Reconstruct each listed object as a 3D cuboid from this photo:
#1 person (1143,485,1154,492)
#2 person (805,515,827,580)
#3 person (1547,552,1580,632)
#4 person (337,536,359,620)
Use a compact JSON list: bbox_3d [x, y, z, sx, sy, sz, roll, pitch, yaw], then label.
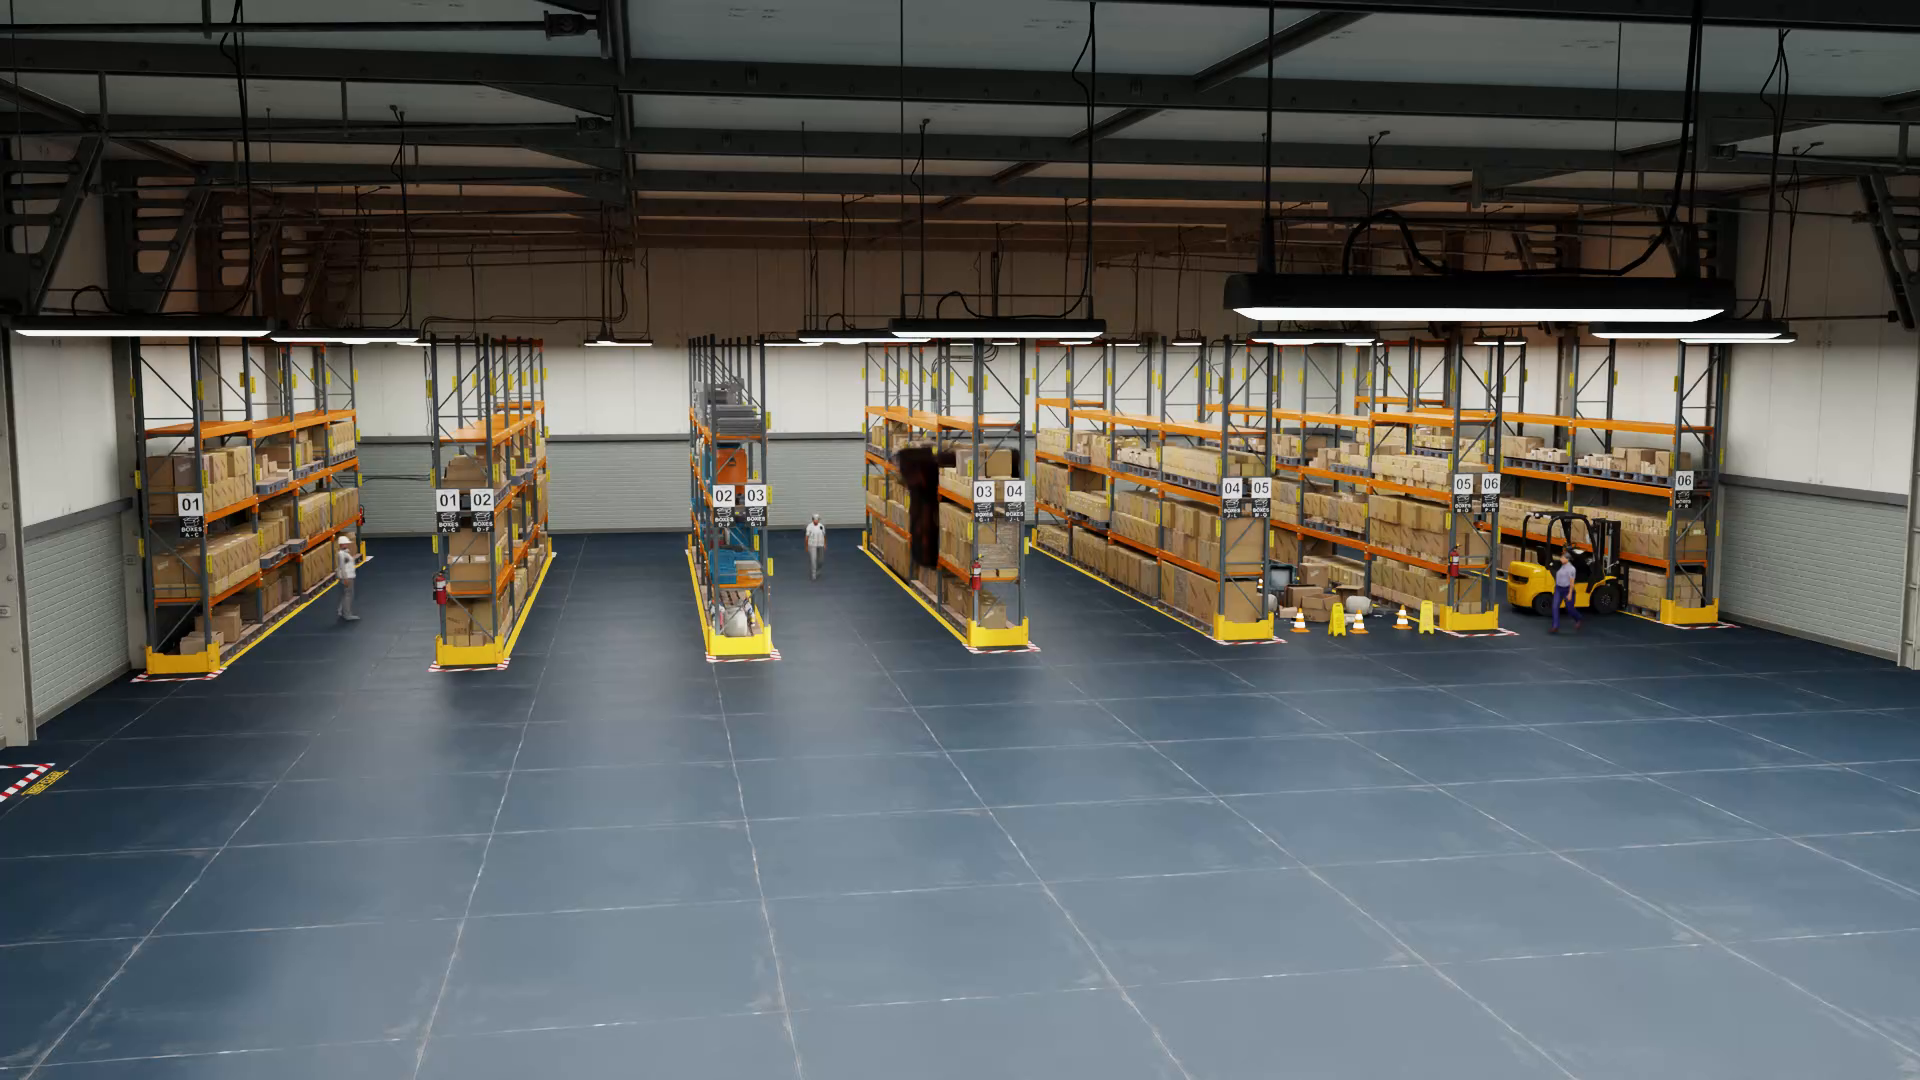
[{"bbox_3d":[5.723,-0.962,50.782,0.806,1.715,0.607,-2,7,-16],"label":"person"},{"bbox_3d":[-3.604,0.164,41.581,0.543,1.604,0.793,-2,7,-15],"label":"person"},{"bbox_3d":[12.266,1.044,33.675,0.735,1.625,0.478,-5,8,-38],"label":"person"},{"bbox_3d":[-12.989,0.815,35.244,0.389,1.809,0.560,-3,7,-21],"label":"person"}]
